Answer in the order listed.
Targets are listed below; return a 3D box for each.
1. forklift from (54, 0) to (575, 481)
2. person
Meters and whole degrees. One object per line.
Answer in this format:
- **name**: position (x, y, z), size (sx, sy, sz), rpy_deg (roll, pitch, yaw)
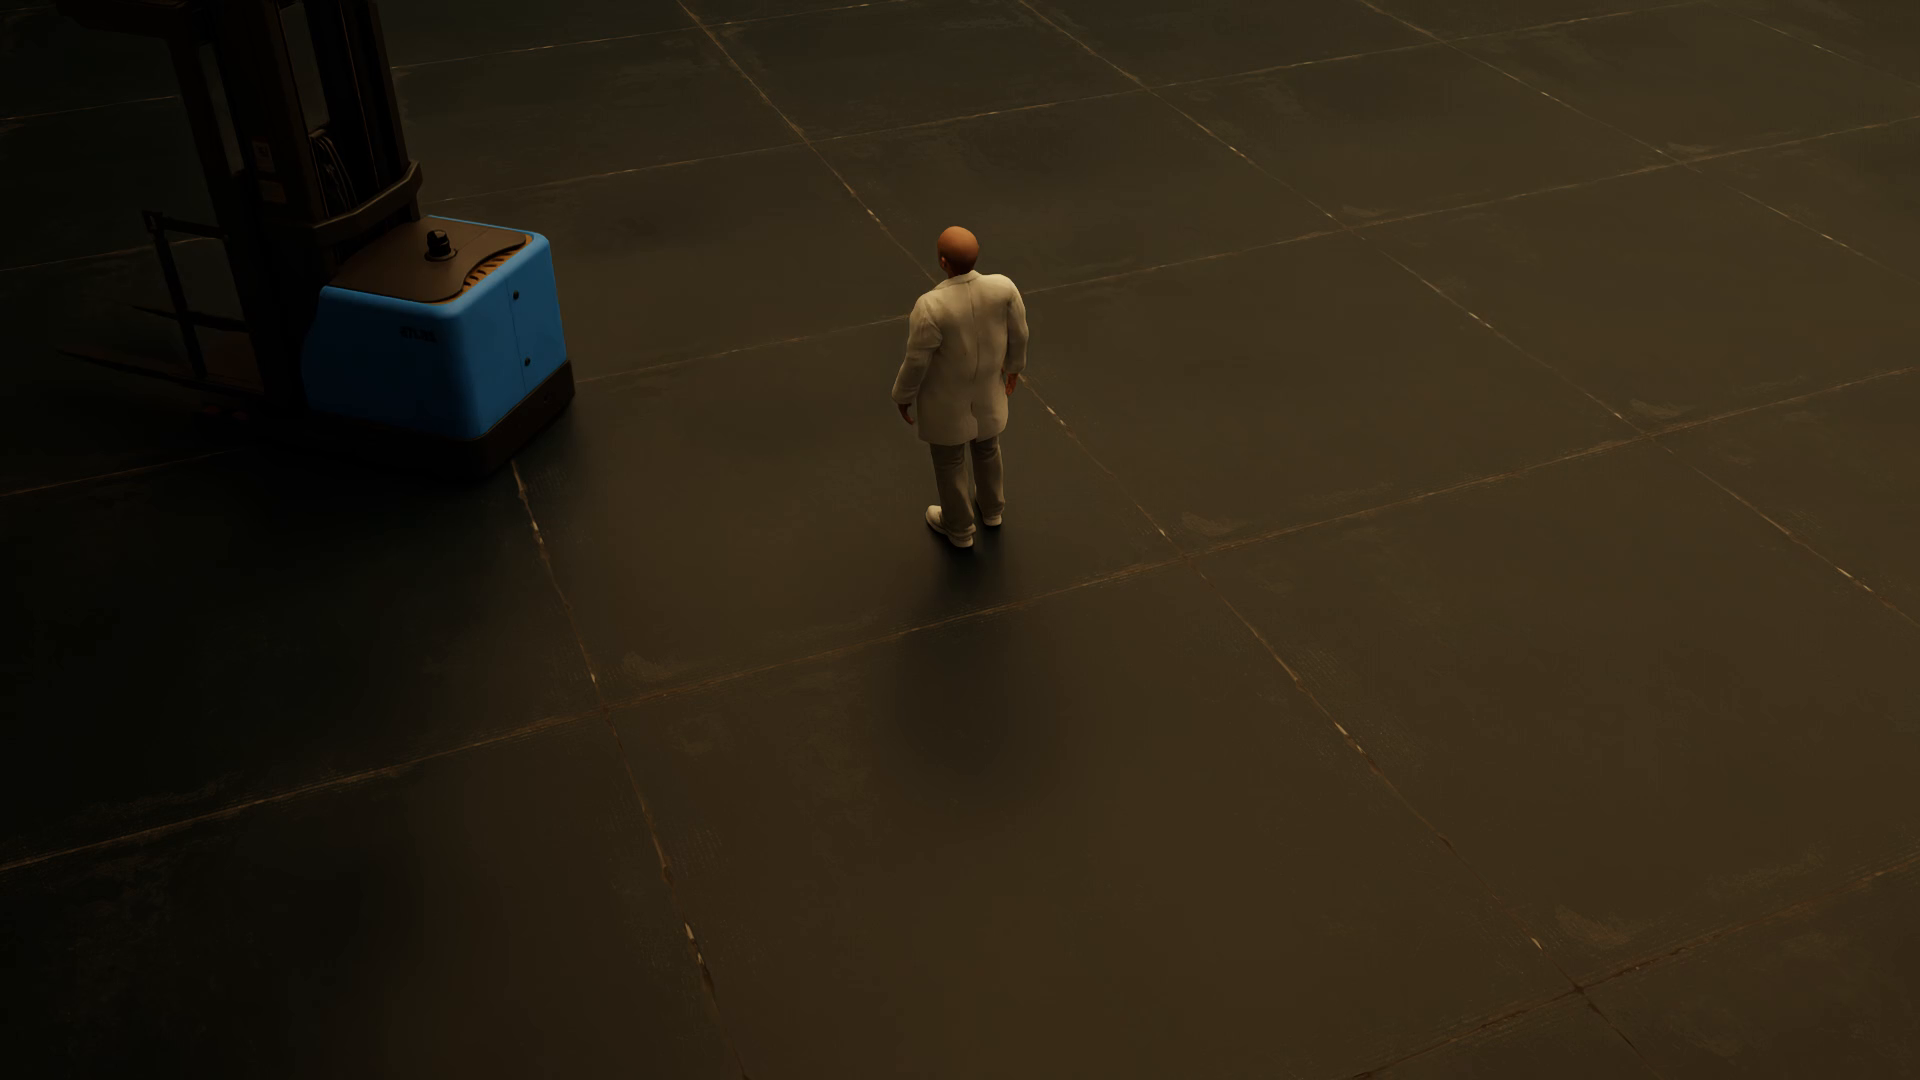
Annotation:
- **forklift**: position (-3.818, -2.031, 8.954), size (3.031, 2.935, 1.130), rpy_deg (12, 37, 16)
- **person**: position (-0.032, -0.780, 8.178), size (0.698, 1.776, 0.580), rpy_deg (-14, 38, -19)
